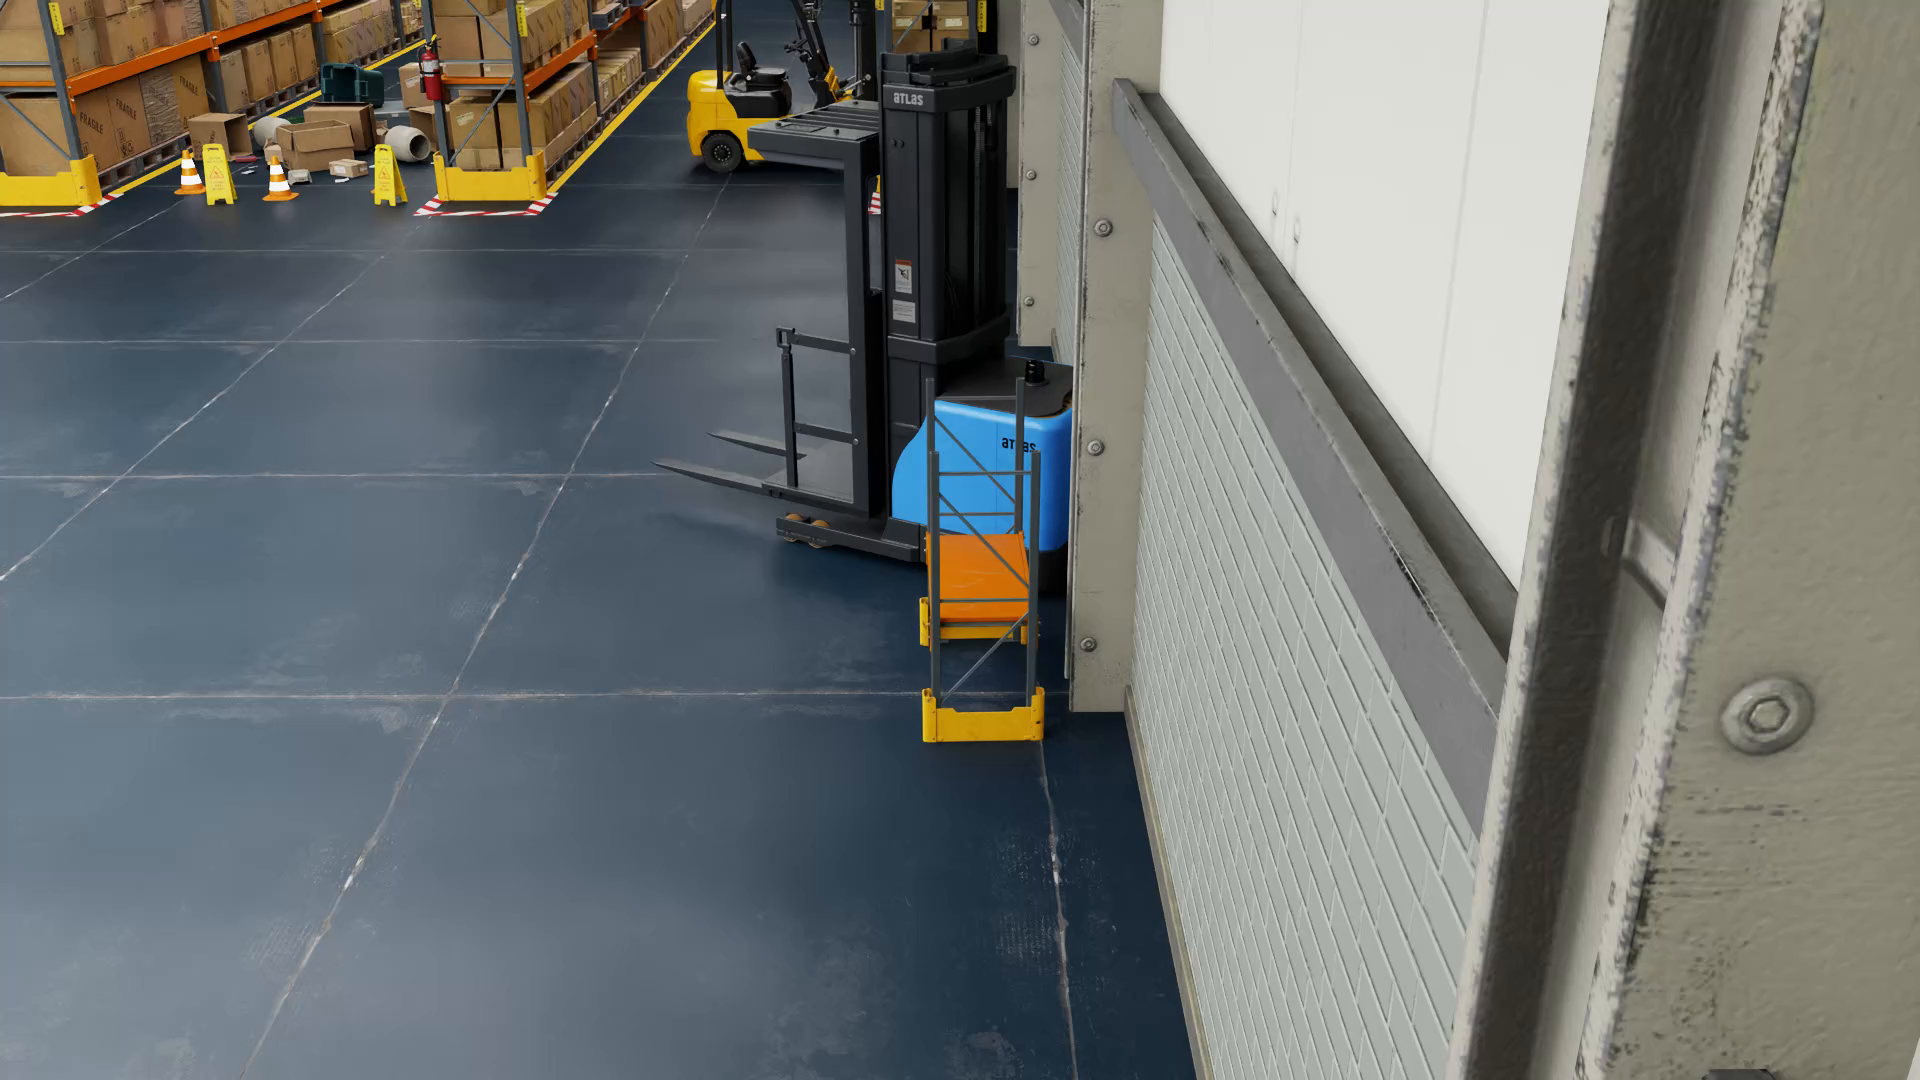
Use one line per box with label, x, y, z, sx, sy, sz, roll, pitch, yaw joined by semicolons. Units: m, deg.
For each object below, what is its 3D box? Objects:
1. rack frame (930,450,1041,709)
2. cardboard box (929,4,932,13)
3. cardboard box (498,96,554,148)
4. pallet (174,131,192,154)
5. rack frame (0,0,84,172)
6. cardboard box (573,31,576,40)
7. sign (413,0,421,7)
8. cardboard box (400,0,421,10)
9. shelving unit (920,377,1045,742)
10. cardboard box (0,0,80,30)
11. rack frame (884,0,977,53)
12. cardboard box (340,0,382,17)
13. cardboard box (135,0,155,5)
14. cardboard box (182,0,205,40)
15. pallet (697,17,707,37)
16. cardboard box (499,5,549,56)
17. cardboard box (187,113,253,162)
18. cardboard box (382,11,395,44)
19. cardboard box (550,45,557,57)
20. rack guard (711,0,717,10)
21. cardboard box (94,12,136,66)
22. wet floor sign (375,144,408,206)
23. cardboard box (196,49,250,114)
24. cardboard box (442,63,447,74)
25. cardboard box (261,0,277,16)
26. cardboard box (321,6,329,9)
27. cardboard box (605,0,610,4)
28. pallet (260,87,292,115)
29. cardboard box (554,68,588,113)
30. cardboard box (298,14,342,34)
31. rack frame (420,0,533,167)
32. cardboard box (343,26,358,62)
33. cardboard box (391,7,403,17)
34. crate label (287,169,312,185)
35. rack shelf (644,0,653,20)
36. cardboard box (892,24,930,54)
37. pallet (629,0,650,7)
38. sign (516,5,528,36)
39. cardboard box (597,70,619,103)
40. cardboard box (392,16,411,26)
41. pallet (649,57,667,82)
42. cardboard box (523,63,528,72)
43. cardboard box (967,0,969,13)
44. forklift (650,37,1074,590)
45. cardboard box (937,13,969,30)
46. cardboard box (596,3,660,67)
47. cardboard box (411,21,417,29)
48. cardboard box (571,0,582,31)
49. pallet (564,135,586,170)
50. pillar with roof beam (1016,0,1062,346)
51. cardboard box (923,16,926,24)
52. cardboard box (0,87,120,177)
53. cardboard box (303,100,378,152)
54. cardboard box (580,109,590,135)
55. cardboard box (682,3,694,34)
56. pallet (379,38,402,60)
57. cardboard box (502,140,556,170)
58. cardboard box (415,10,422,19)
rack frame;0.114;0.286;7.797;0.500;1.500;0.032;-1;24;-2
cardboard box;-0.592;-6.328;20.480;0.500;0.500;0.500;0;24;-1
cardboard box;-5.017;-4.841;19.231;0.500;0.500;0.500;-1;24;-2
pallet;-10.346;-5.218;21.531;1.003;0.211;1.213;0;24;-1
rack frame;-10.233;-5.154;18.005;1.000;3.000;0.127;0;24;-1
cardboard box;-5.085;-6.410;21.087;0.380;0.149;0.250;0;24;0
sign;-5.839;-5.895;17.855;0.100;0.325;0.005;0;24;-1
cardboard box;-10.103;-9.835;30.584;0.380;0.149;0.250;0;24;1
shelving unit;0.096;0.073;8.268;0.587;1.500;1.083;-1;24;-2
cardboard box;-10.198;-5.867;18.090;0.875;0.550;0.550;0;24;-1
rack frame;-0.321;-5.241;18.199;1.000;3.000;0.127;0;24;-1
cardboard box;-10.111;-8.975;28.068;0.500;0.250;0.500;1;24;2
cardboard box;-10.316;-6.761;20.066;0.875;0.550;0.550;0;24;-1
cardboard box;-10.261;-6.718;21.283;0.875;0.550;0.550;0;24;-1
pallet;-5.361;-9.709;31.462;1.003;0.211;1.213;0;24;-1
cardboard box;-5.021;-5.809;18.971;0.500;0.500;0.500;0;24;1
cardboard box;-9.233;-5.029;20.760;0.500;0.500;0.500;4;25;9
cardboard box;-10.104;-8.847;28.695;0.500;0.500;0.500;-1;24;-2
cardboard box;-5.049;-5.886;19.930;0.380;0.149;0.250;-1;24;-2
rack guard;-5.459;-10.682;33.261;1.175;0.500;0.348;0;24;-1
cardboard box;-10.191;-5.833;19.324;0.875;0.550;0.550;0;24;-1
wet floor sign;-6.352;-4.062;18.448;0.267;0.644;0.232;8;26;18
cardboard box;-10.373;-6.224;22.591;1.050;0.750;0.750;0;24;-1
cardboard box;-5.616;-5.360;18.766;0.380;0.149;0.250;-1;24;-1
cardboard box;-10.028;-7.689;23.489;0.500;0.500;0.500;0;24;0
cardboard box;-10.596;-8.543;27.112;0.500;0.250;0.500;0;24;1
cardboard box;-5.052;-7.497;22.982;0.380;0.149;0.250;0;24;0
pallet;-10.376;-6.353;24.041;1.003;0.211;1.213;0;24;-1
cardboard box;-5.046;-5.694;21.117;0.500;0.500;0.500;0;24;0
cardboard box;-10.086;-8.130;26.199;0.500;0.250;0.500;-1;24;-3
rack frame;-5.284;-5.218;18.146;1.000;3.000;0.127;0;24;-1
cardboard box;-10.082;-8.002;26.827;0.500;0.500;0.500;0;24;0
cardboard box;-10.160;-9.405;29.632;0.380;0.149;0.250;1;24;2
crate label;-7.756;-4.263;19.510;0.250;0.136;0.298;-14;28;-28
rack shelf;-5.393;-9.010;27.406;1.077;0.370;4.000;0;24;-1
cardboard box;-0.589;-5.489;18.624;0.500;0.500;0.500;-1;24;-2
pallet;-5.257;-8.134;24.826;1.213;0.211;1.003;0;24;-1
sign;-4.742;-5.615;17.974;0.100;0.325;0.005;0;24;-1
cardboard box;-5.347;-6.372;23.379;0.950;0.372;0.625;1;24;3
cardboard box;-10.048;-9.277;29.711;0.380;0.149;0.250;1;24;2
pallet;-5.305;-7.569;26.729;1.003;0.211;1.213;0;24;-1
cardboard box;-5.098;-5.348;18.740;0.380;0.149;0.250;0;24;0
cardboard box;-0.051;-5.967;18.535;0.380;0.149;0.250;1;24;1
forklift;-0.543;-1.461;9.924;3.031;2.935;1.130;13;27;26
cardboard box;-0.065;-5.724;18.356;0.380;0.149;0.250;-1;24;-2
cardboard box;-5.296;-8.022;26.417;0.875;0.875;0.875;0;24;-1
cardboard box;-10.104;-9.354;30.243;0.380;0.149;0.250;0;24;-1
cardboard box;-5.062;-6.653;20.838;0.500;0.500;0.500;1;24;1
pallet;-5.269;-4.815;20.640;1.003;0.211;1.213;0;24;-1
pillar with roof beam;-3.667;-5.774;12.097;9.100;9.000;0.400;0;24;-1
cardboard box;-0.579;-5.937;18.828;0.380;0.149;0.250;0;24;0
cardboard box;-10.306;-4.656;18.974;0.875;0.875;0.875;0;24;0
cardboard box;-7.853;-5.240;21.060;0.797;0.637;0.503;0;24;-1
cardboard box;-5.037;-5.343;21.250;0.500;0.250;0.500;-1;24;-2
cardboard box;-5.315;-9.446;30.094;0.875;0.438;0.875;-1;24;-1
pallet;-10.354;-8.507;28.804;1.003;0.211;1.213;0;24;-1
cardboard box;-5.016;-4.490;19.364;0.500;0.250;0.500;0;24;-1
cardboard box;-10.158;-9.706;30.659;0.380;0.149;0.250;1;24;2
